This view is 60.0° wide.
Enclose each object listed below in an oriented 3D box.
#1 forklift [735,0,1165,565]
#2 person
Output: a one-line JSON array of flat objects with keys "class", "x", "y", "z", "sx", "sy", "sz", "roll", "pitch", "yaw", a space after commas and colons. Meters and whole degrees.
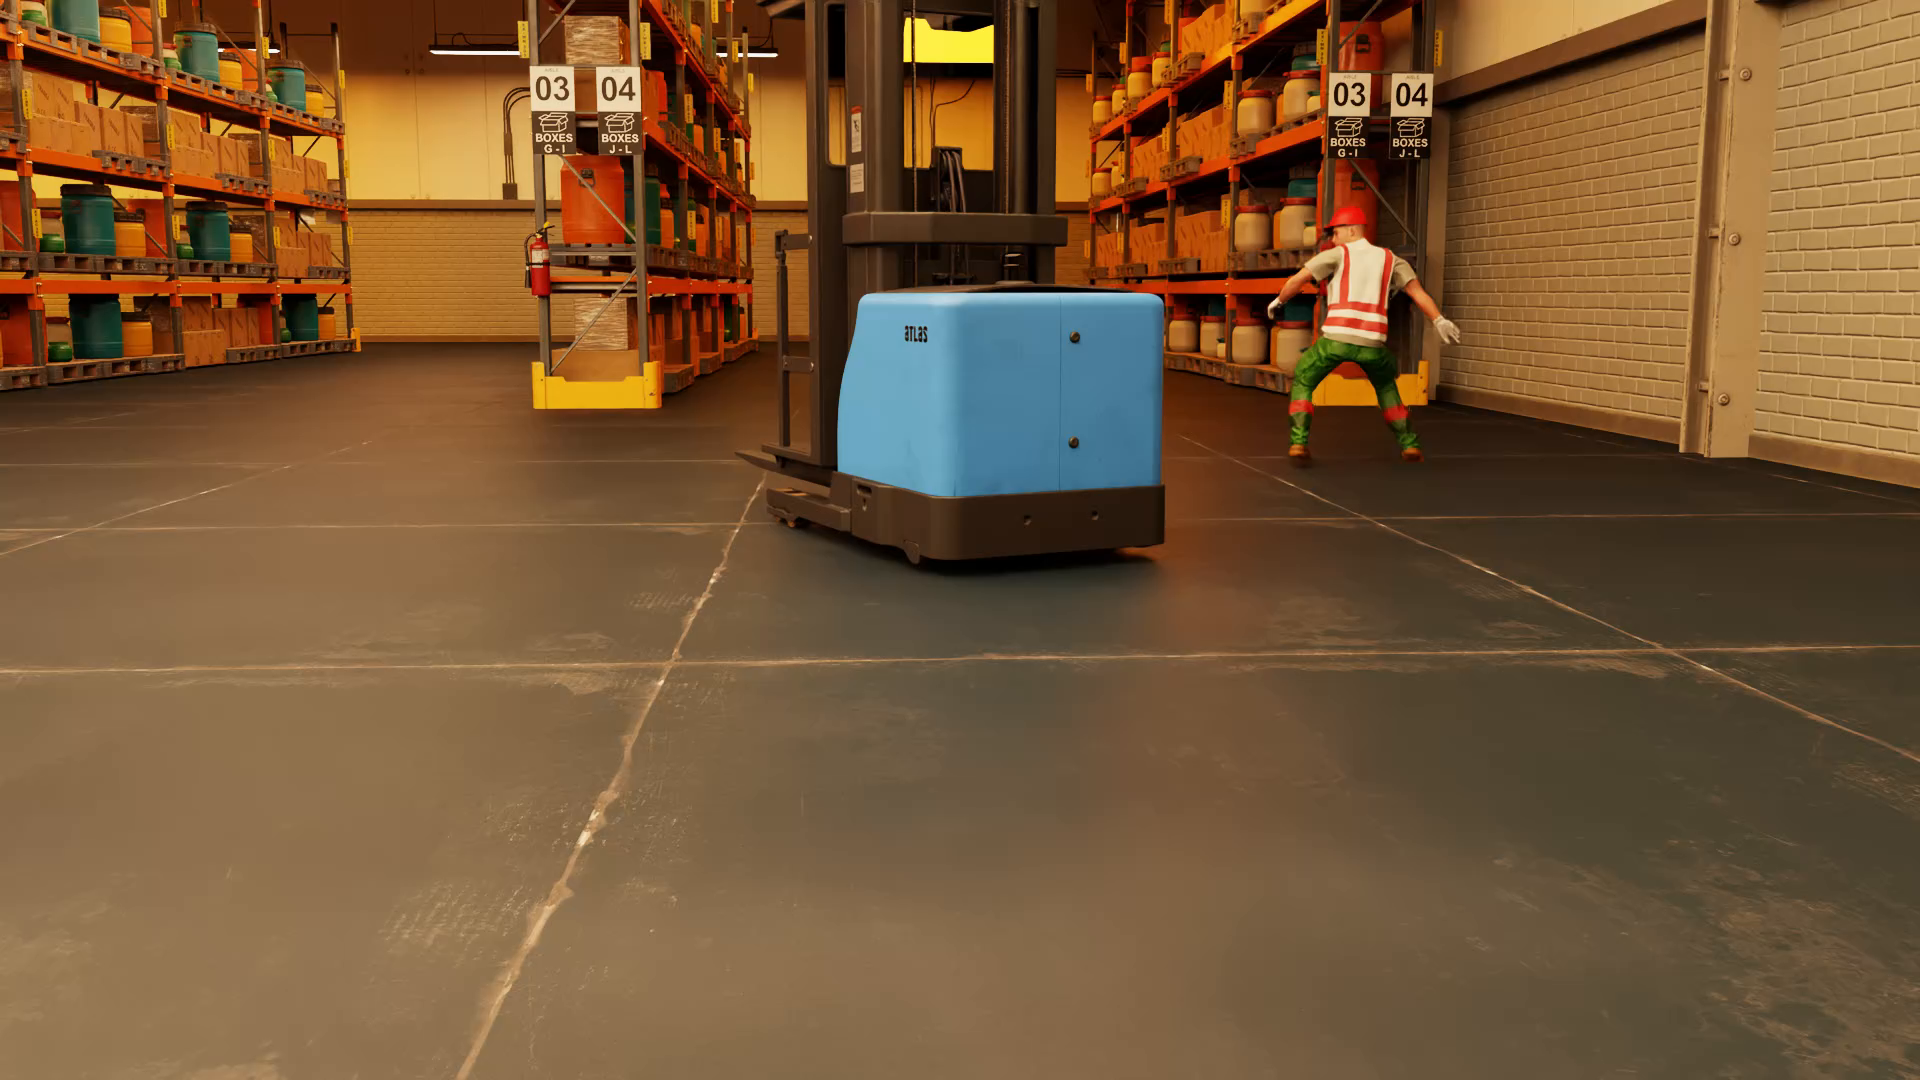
[{"class": "forklift", "x": -0.264, "y": -1.530, "z": 7.637, "sx": 1.130, "sy": 2.935, "sz": 3.031, "roll": -4, "pitch": 9, "yaw": -25}, {"class": "person", "x": 2.520, "y": -1.229, "z": 10.459, "sx": 1.100, "sy": 1.720, "sz": 0.591, "roll": -1, "pitch": 8, "yaw": -4}]
